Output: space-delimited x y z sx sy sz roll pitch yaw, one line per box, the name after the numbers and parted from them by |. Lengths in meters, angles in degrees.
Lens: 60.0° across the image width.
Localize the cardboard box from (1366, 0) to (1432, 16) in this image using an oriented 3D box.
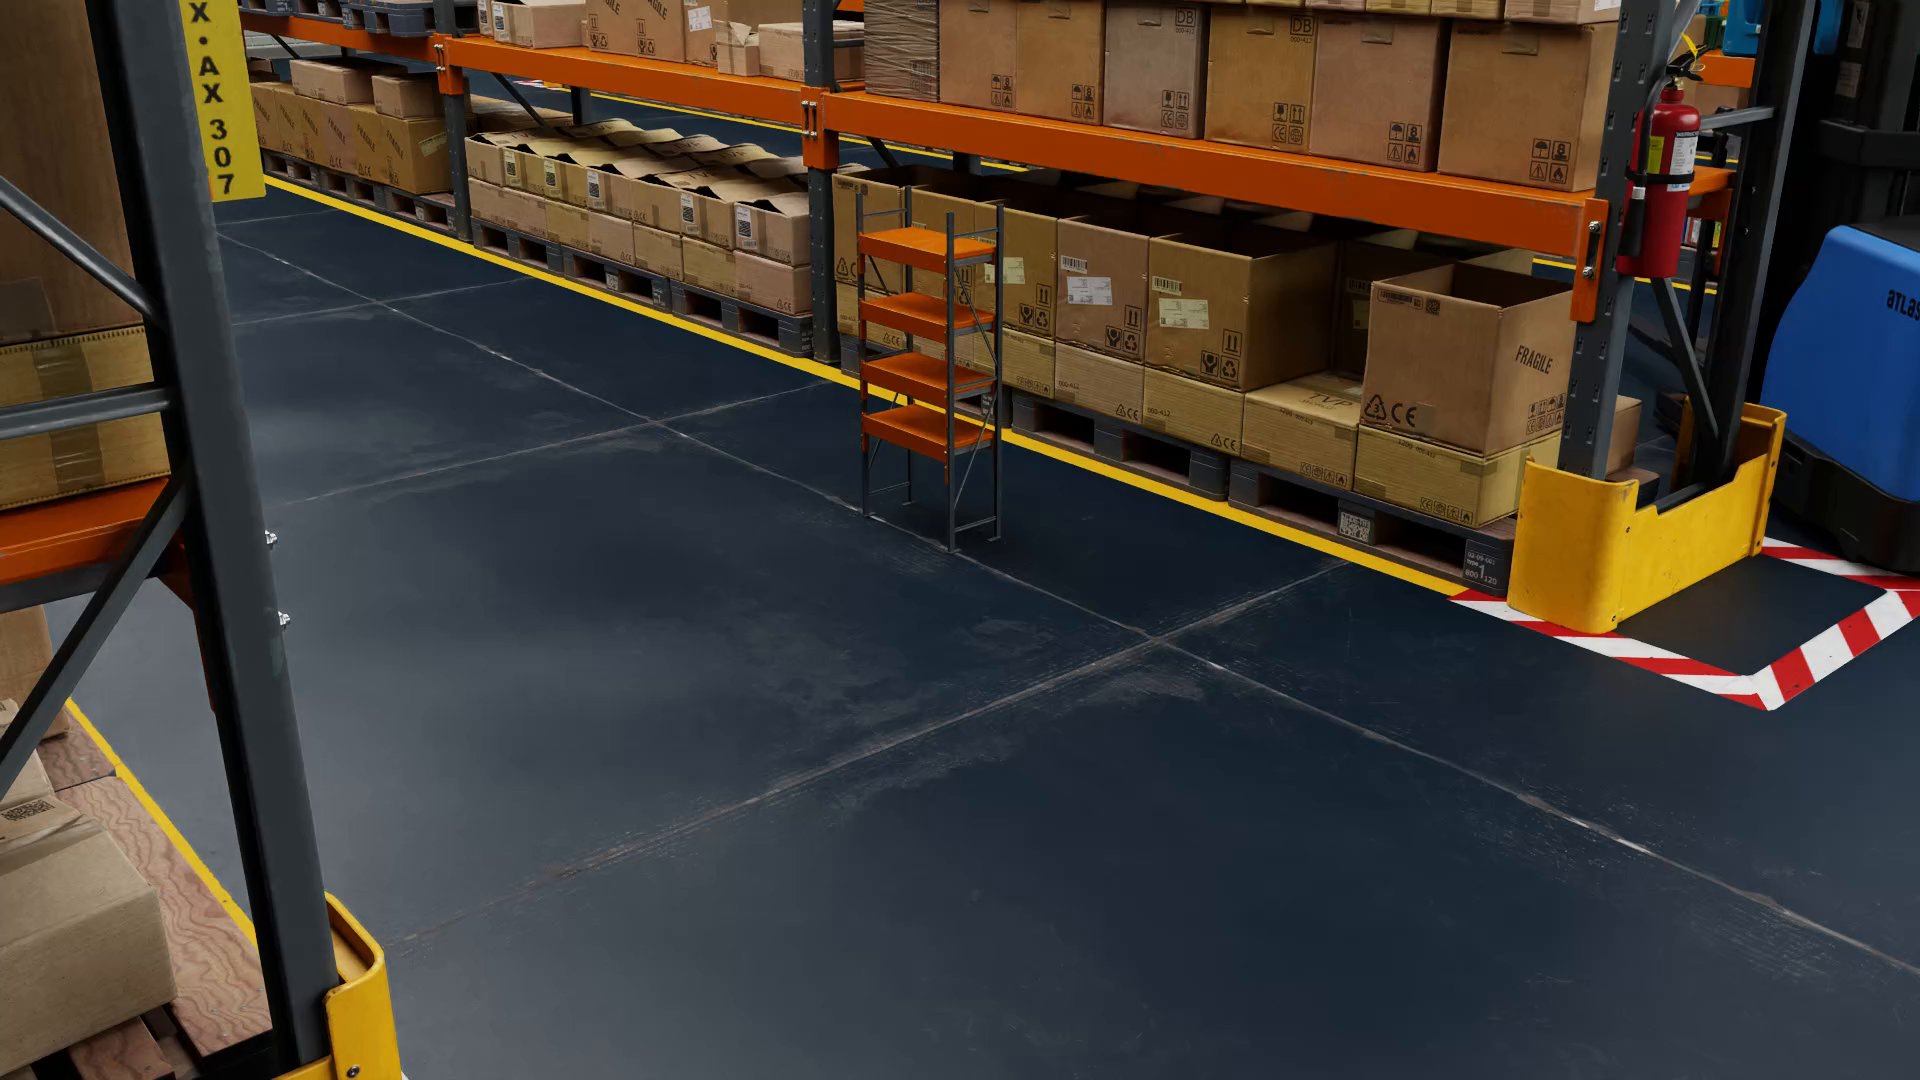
1.569 -1.834 5.528 0.380 0.149 0.250 -18 28 -38 | cardboard box

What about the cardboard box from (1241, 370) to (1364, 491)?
1.393 -0.411 6.116 0.500 0.250 0.500 -17 27 -37 | cardboard box

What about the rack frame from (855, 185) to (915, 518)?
-0.267 -0.672 6.054 0.240 1.200 0.015 -17 27 -37 | rack frame

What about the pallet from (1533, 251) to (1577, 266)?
3.853 -2.072 10.986 1.003 0.211 1.213 -17 27 -37 | pallet

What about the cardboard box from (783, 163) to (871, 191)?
-0.713 -1.878 9.090 0.500 0.311 0.500 -18 28 -38 | cardboard box

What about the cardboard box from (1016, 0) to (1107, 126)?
0.659 -2.030 6.917 0.700 0.500 0.500 -17 27 -37 | cardboard box

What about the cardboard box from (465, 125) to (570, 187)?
-2.801 -2.455 10.565 0.500 0.311 0.500 -16 27 -36 | cardboard box

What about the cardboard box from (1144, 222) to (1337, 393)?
1.063 -0.898 6.329 0.500 0.500 0.500 -17 27 -37 | cardboard box

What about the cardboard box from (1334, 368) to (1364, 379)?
1.791 -0.537 6.436 0.500 0.250 0.500 -17 27 -37 | cardboard box

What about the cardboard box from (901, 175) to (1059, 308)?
0.089 -1.314 7.391 0.500 0.500 0.500 -17 27 -37 | cardboard box

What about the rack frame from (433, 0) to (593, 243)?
-2.920 -3.493 10.790 1.000 3.000 0.127 -17 27 -37 | rack frame

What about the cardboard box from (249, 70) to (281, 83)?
-6.118 -3.729 14.217 0.500 0.500 0.500 -17 27 -37 | cardboard box

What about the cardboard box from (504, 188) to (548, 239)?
-2.472 -2.055 10.313 0.500 0.250 0.500 -18 28 -39 | cardboard box

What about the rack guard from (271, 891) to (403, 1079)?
-1.498 1.040 2.643 1.175 0.500 0.348 -17 27 -37 | rack guard

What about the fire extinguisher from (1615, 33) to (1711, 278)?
2.027 -1.104 4.795 0.296 0.674 0.183 -17 27 -37 | fire extinguisher

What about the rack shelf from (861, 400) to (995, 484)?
-0.108 -0.357 5.979 0.258 0.148 0.480 -17 27 -37 | rack shelf

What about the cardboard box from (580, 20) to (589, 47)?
-2.045 -3.037 9.970 0.380 0.149 0.250 -15 26 -34 | cardboard box

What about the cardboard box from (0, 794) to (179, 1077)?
-1.832 0.732 3.086 0.500 0.311 0.500 19 28 39 | cardboard box

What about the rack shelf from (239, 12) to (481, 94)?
-4.226 -3.711 12.332 1.077 0.370 4.000 -17 27 -37 | rack shelf

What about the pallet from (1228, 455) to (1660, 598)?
1.771 -0.186 6.169 1.003 0.211 1.213 -17 27 -37 | pallet

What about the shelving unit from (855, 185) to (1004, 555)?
-0.108 -0.604 5.882 0.258 1.200 0.503 -17 27 -37 | shelving unit

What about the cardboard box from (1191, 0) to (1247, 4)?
1.062 -2.049 6.077 0.380 0.149 0.250 -17 27 -36 | cardboard box

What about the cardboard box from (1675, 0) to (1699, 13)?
2.209 -1.791 5.418 0.380 0.149 0.250 -18 27 -38 | cardboard box

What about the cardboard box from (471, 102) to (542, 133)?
-3.347 -2.871 12.026 0.500 0.500 0.500 -19 28 -39 | cardboard box

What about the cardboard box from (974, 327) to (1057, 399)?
0.409 -0.824 7.170 0.500 0.250 0.500 -17 27 -37 | cardboard box

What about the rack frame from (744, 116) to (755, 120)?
-1.776 -5.777 16.620 1.000 3.000 0.127 -17 27 -37 | rack frame

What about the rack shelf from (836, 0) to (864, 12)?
-0.471 -4.889 15.340 1.077 0.370 4.000 -17 27 -37 | rack shelf

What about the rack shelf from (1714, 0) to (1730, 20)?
5.893 -4.963 15.529 1.077 0.370 4.000 -17 27 -37 | rack shelf

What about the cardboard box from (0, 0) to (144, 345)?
-1.532 -0.595 2.540 0.500 0.500 0.500 -17 27 -37 | cardboard box

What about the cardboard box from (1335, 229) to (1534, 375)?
1.793 -0.886 6.300 0.500 0.500 0.500 -17 27 -37 | cardboard box

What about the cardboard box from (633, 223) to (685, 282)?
-1.463 -1.630 9.228 0.500 0.250 0.500 -17 27 -36 | cardboard box

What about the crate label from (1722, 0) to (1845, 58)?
4.651 -2.922 9.282 0.502 0.435 0.616 -17 27 -37 | crate label

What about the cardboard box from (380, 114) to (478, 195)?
-3.708 -2.737 11.683 0.500 0.500 0.500 -16 27 -35 | cardboard box

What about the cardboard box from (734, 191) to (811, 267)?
-0.791 -1.608 8.402 0.500 0.311 0.500 -17 27 -37 | cardboard box

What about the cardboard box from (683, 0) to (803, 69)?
-1.142 -2.796 8.873 0.500 0.500 0.500 -15 26 -34 | cardboard box

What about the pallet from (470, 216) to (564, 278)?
-2.412 -1.958 10.694 1.003 0.211 1.213 -17 27 -37 | pallet

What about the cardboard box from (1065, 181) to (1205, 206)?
0.806 -1.298 7.352 0.500 0.500 0.500 -17 27 -37 | cardboard box

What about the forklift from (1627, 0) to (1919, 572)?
3.587 -1.743 6.415 1.130 2.935 3.031 0 21 0 | forklift

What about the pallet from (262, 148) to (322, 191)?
-4.972 -3.084 13.569 1.003 0.211 1.213 -17 27 -37 | pallet

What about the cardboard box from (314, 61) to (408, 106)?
-4.419 -3.382 12.302 0.500 0.250 0.500 -18 28 -38 | cardboard box

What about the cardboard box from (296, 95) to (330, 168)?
-4.723 -3.163 12.771 0.500 0.500 0.500 -17 27 -37 | cardboard box

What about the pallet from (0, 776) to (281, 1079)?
-2.002 0.942 3.290 1.003 0.211 1.213 -17 27 -37 | pallet

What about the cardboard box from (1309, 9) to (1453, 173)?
1.660 -1.606 5.833 0.700 0.500 0.500 -17 27 -36 | cardboard box

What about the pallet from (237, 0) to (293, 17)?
-5.092 -4.262 13.017 1.003 0.211 1.213 -17 27 -37 | pallet

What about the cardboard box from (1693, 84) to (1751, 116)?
6.814 -3.961 14.809 0.500 0.500 0.700 20 29 41 | cardboard box

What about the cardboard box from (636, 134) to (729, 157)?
-1.720 -2.301 10.172 0.500 0.311 0.500 -18 27 -38 | cardboard box

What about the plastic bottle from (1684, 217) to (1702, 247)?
4.382 -1.877 9.795 0.152 0.276 0.135 -17 27 -37 | plastic bottle

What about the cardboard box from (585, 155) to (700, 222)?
-1.784 -2.029 9.476 0.500 0.311 0.500 -18 28 -38 | cardboard box

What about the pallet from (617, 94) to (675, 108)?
-3.086 -5.009 18.484 1.003 0.211 1.213 -17 27 -37 | pallet

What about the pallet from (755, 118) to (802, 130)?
-1.304 -4.255 16.558 1.003 0.211 1.213 -17 27 -37 | pallet
